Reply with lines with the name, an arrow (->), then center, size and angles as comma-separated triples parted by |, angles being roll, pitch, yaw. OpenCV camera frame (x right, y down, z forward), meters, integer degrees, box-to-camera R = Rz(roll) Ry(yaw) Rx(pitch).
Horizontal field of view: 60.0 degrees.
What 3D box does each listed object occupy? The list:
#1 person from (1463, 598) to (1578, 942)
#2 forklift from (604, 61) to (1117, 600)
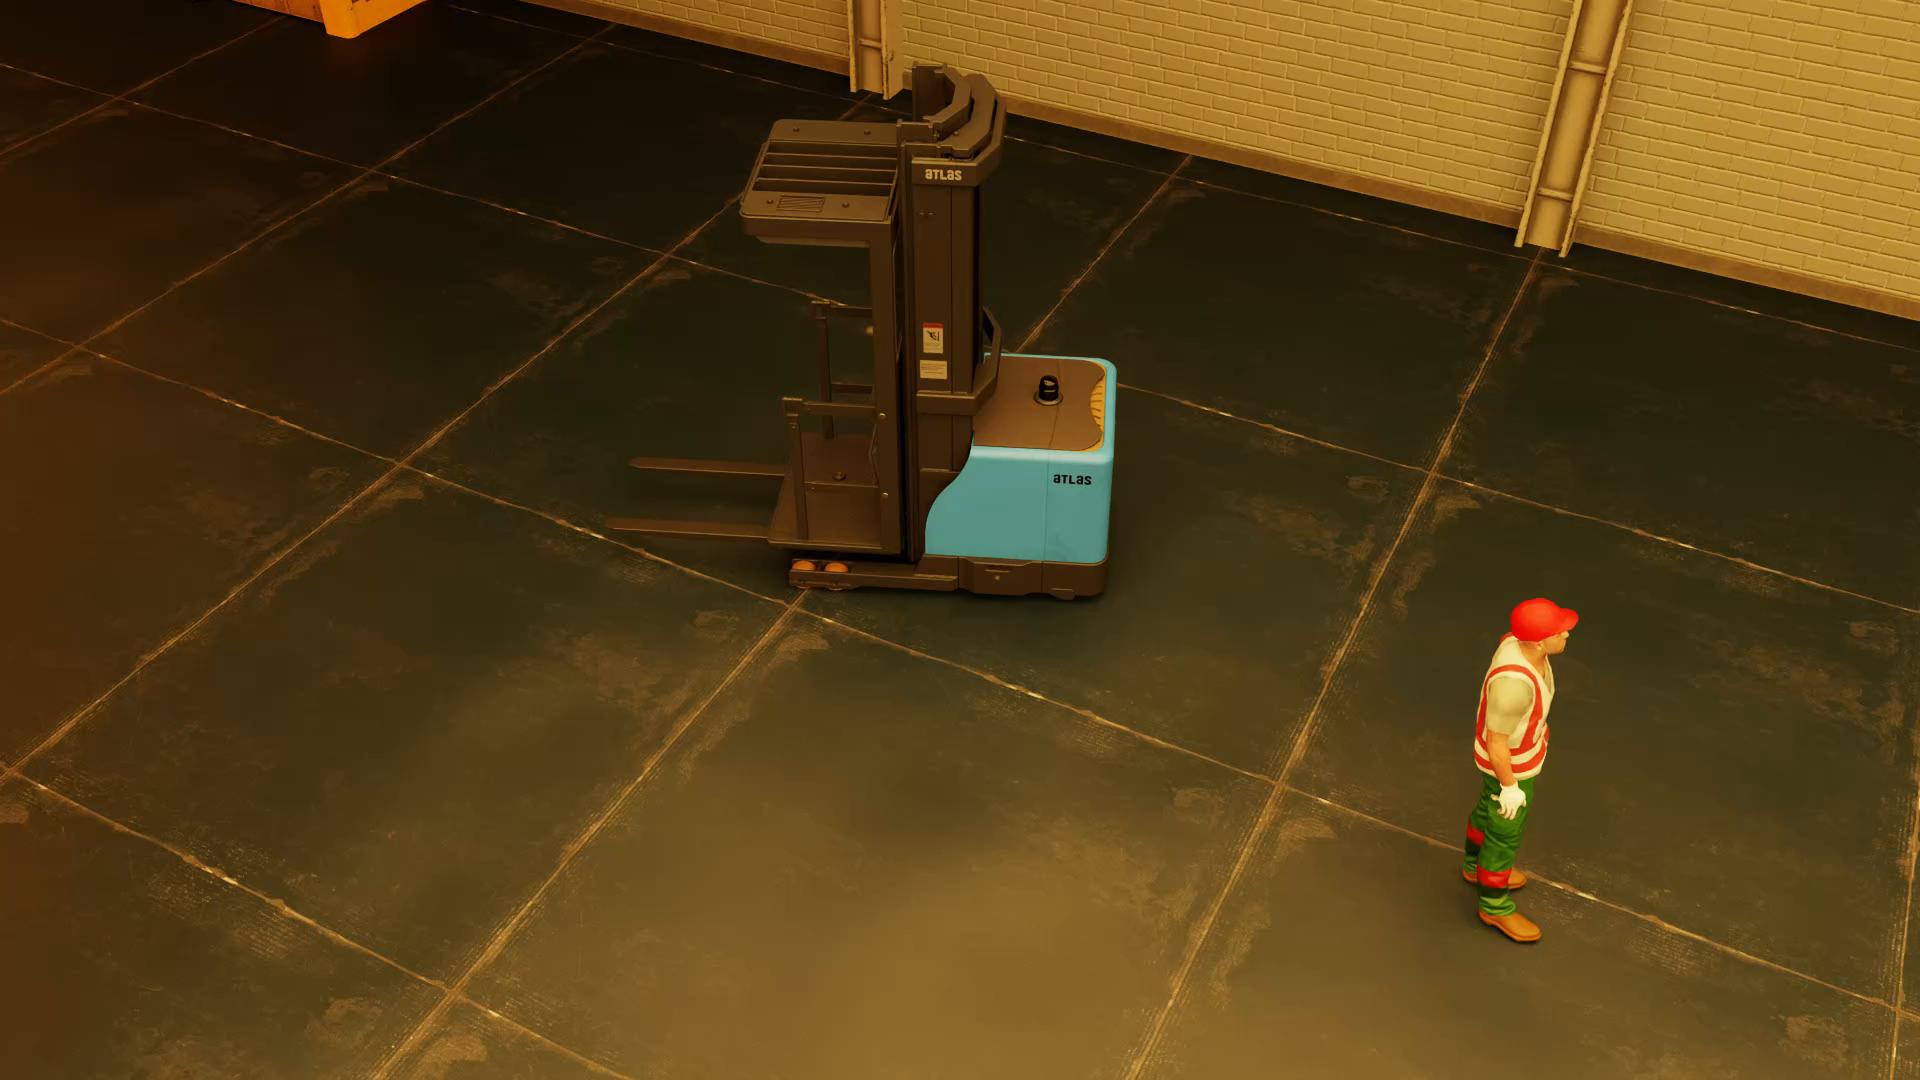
person -> 2.617, 1.014, 7.657 | 0.564, 1.787, 0.638 | 15, 42, 17
forklift -> -0.606, -1.157, 9.360 | 3.031, 2.935, 1.130 | 3, 40, 4
